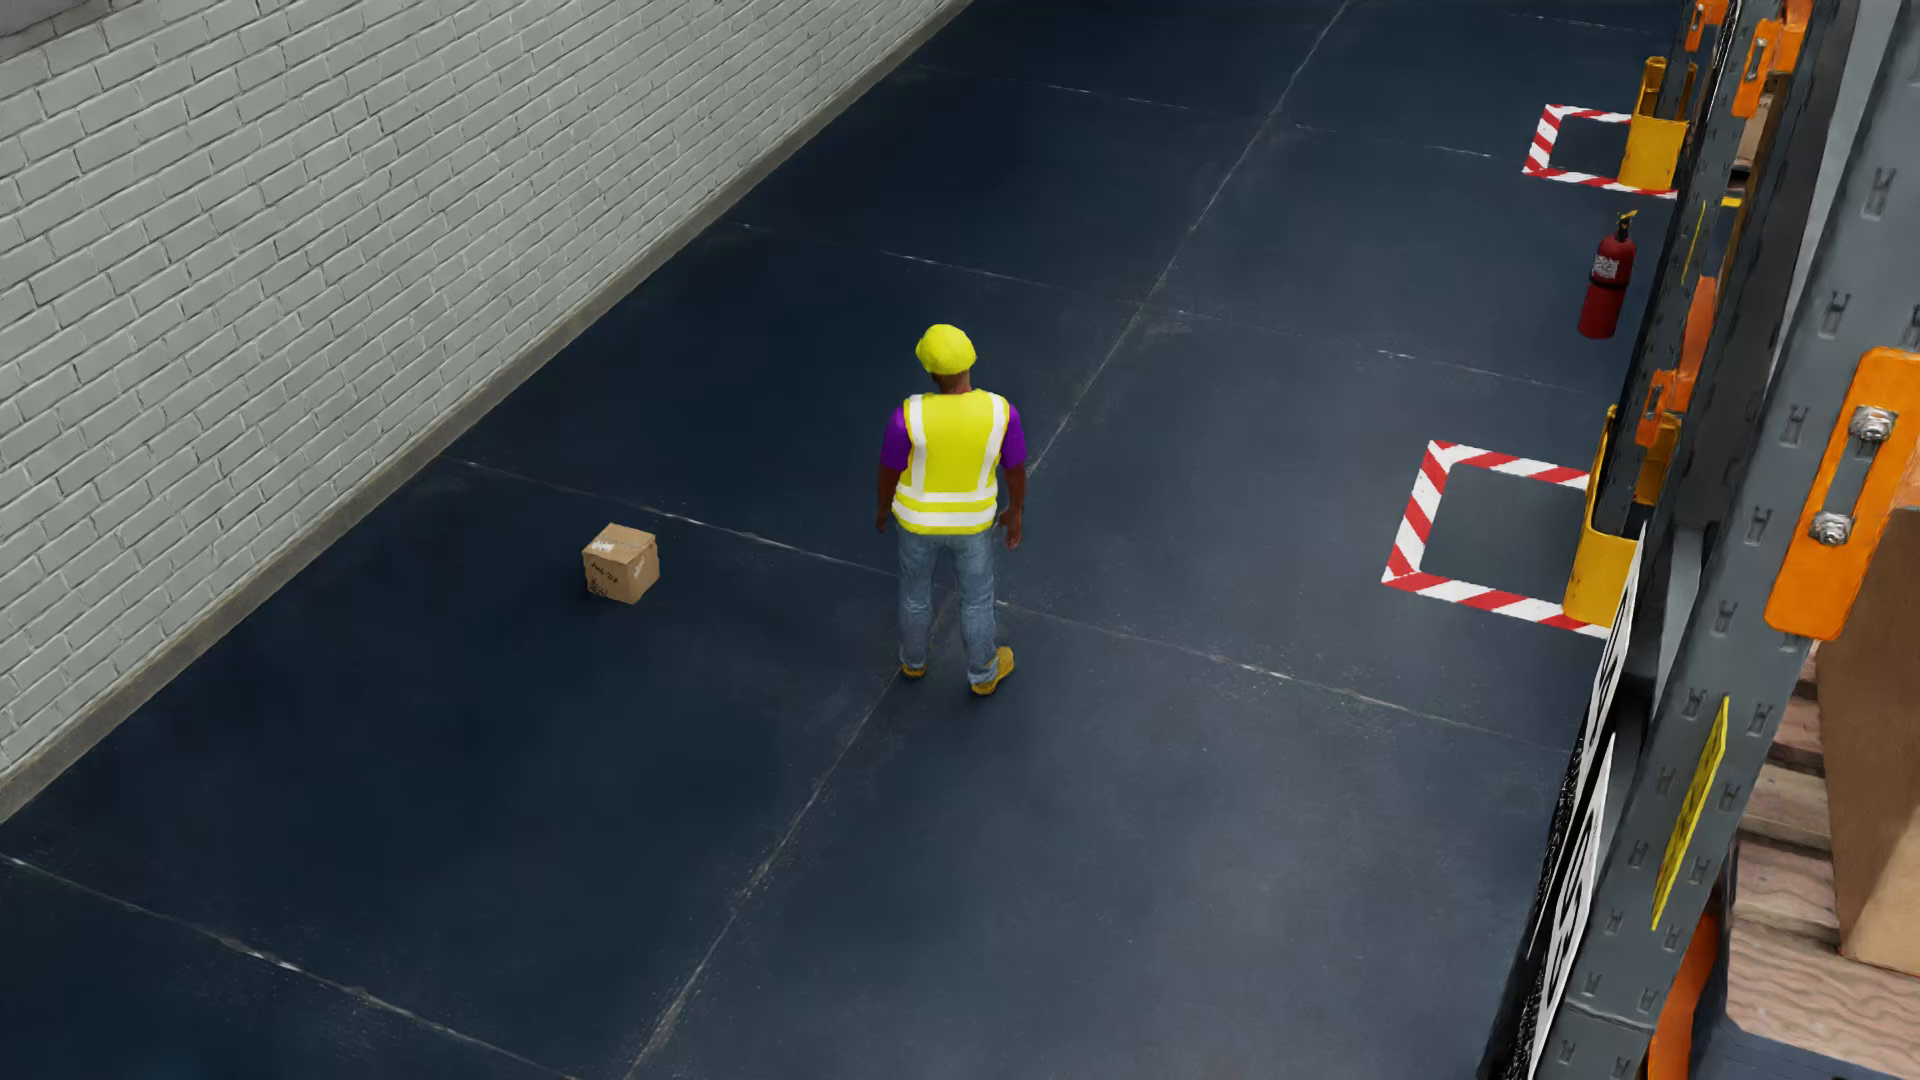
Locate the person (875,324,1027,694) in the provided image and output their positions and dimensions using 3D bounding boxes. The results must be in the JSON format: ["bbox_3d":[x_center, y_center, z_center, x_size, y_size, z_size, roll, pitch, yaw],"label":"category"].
[{"bbox_3d":[-0.044,-0.134,6.925,0.622,1.771,0.462,-3,37,-4],"label":"person"}]
